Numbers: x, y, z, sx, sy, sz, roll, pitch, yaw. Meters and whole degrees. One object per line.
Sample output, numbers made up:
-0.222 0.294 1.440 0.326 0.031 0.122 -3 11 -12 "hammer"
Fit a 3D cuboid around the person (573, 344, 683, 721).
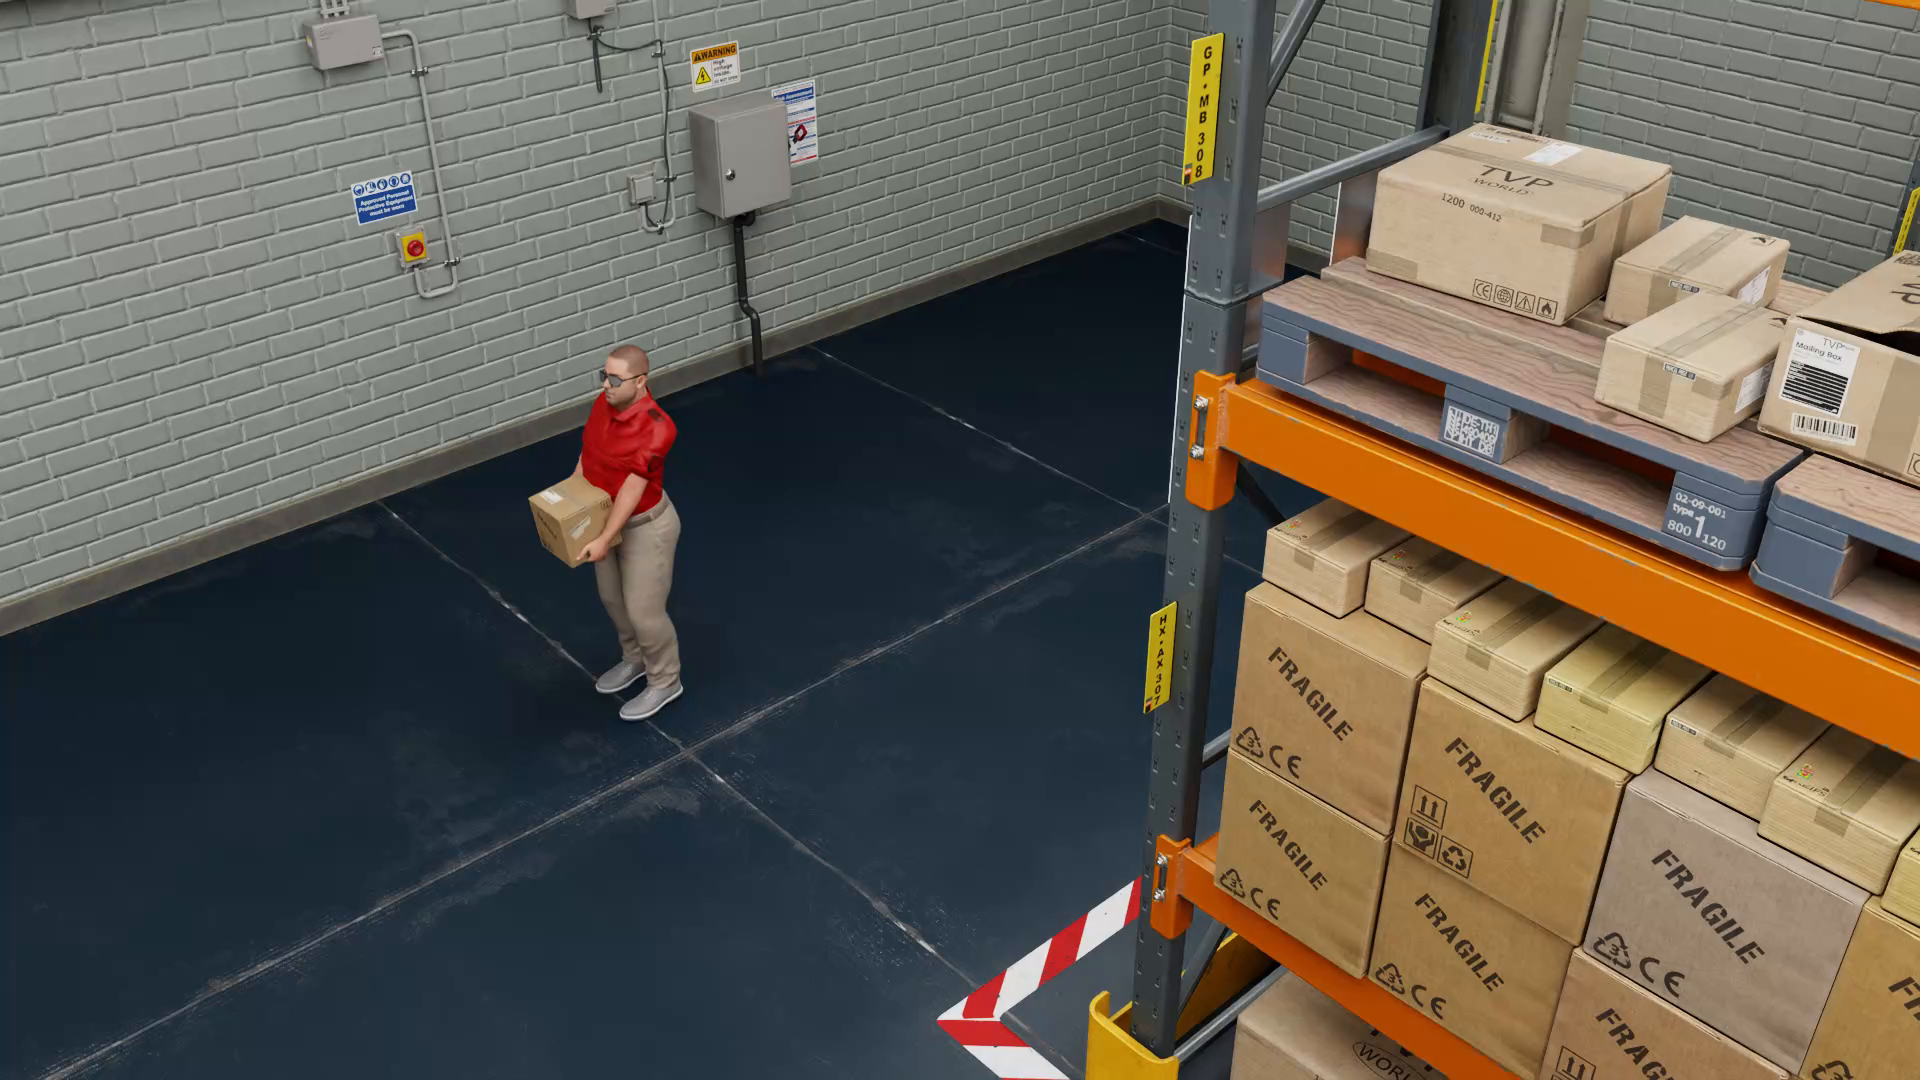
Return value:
-1.478 -0.011 7.179 0.532 1.721 0.493 -25 40 -35 "person"
